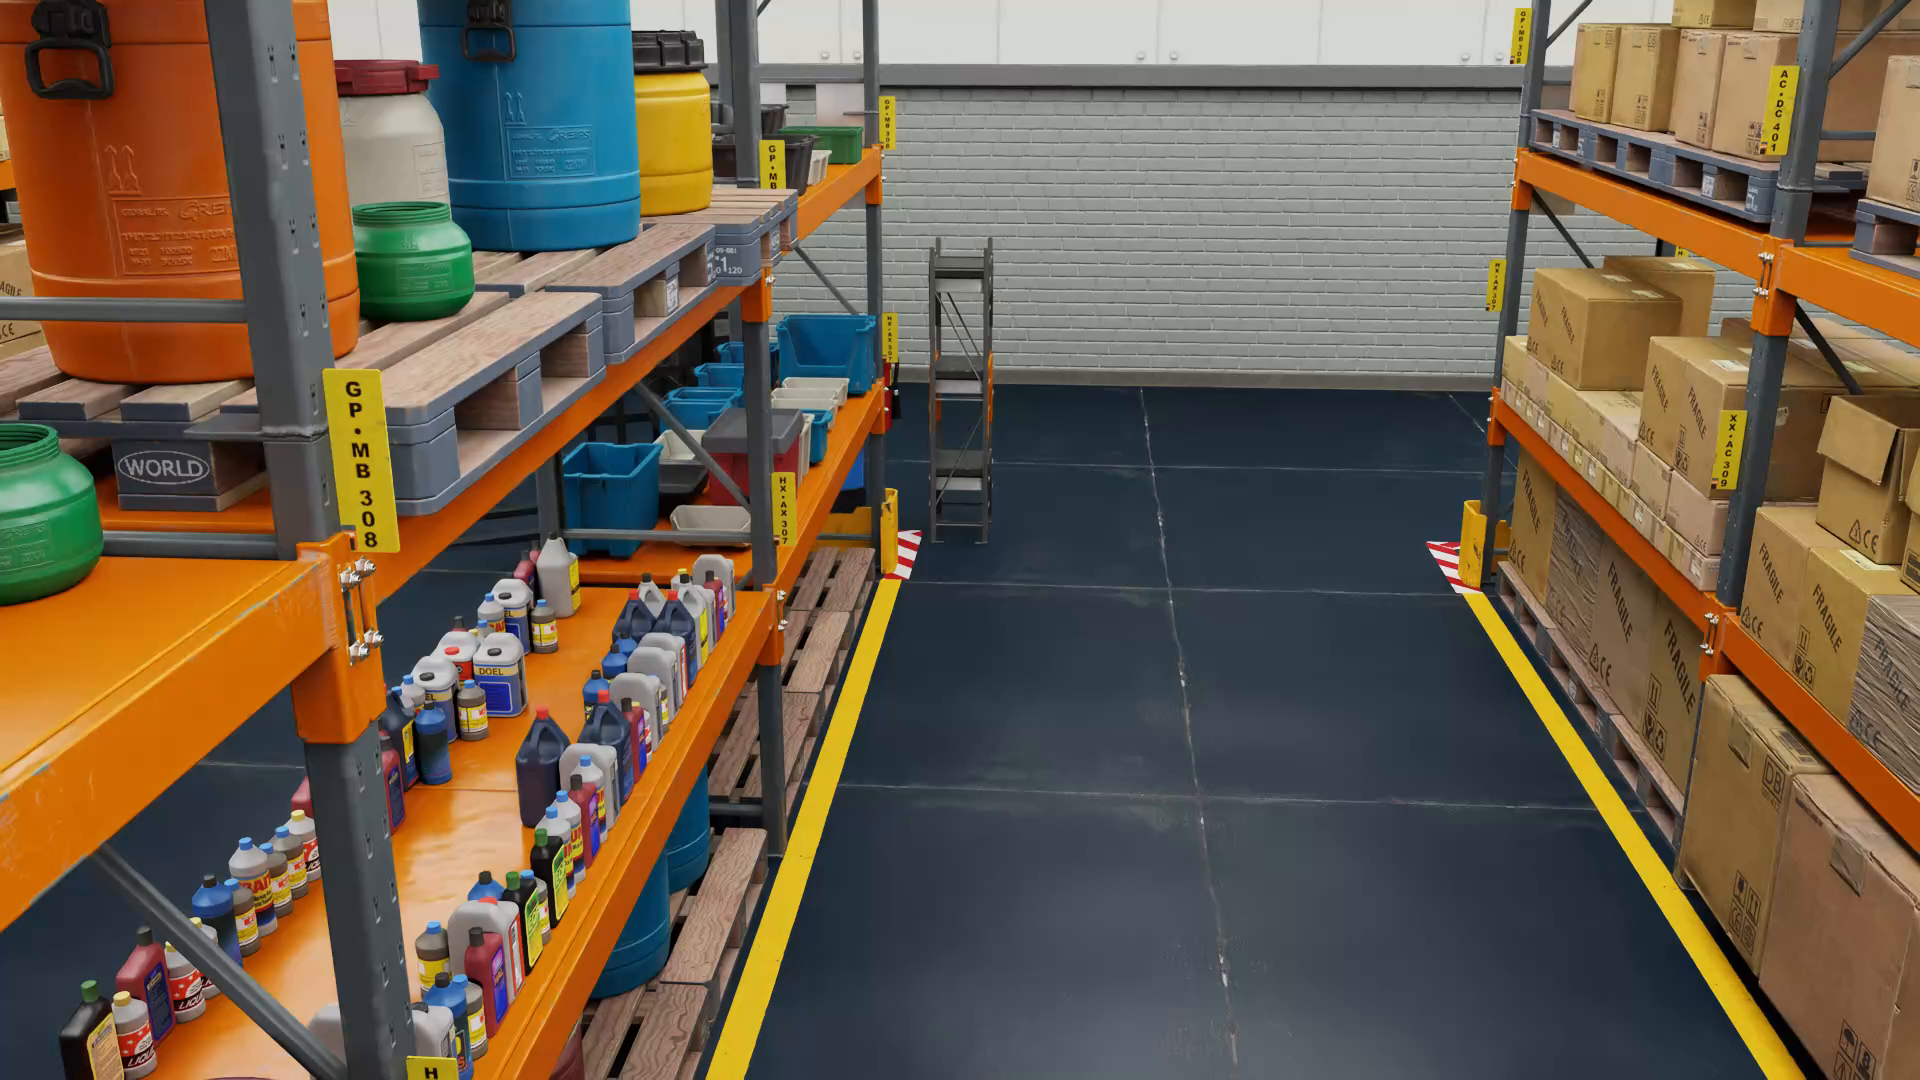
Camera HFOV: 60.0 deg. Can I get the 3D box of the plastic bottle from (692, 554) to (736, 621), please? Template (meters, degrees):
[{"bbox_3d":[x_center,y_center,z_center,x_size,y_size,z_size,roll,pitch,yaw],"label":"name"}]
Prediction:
[{"bbox_3d":[-0.999,0.178,6.763,0.152,0.276,0.135,1,18,4],"label":"plastic bottle"}]

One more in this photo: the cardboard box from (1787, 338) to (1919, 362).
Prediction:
[{"bbox_3d":[3.979,-0.623,7.565,0.500,0.500,0.500,1,18,4],"label":"cardboard box"}]

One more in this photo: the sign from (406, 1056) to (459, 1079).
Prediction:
[{"bbox_3d":[-1.031,1.164,3.292,0.100,0.325,0.005,1,18,4],"label":"sign"}]

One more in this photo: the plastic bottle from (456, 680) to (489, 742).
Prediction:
[{"bbox_3d":[-1.664,0.575,5.669,0.097,0.201,0.097,0,18,0],"label":"plastic bottle"}]

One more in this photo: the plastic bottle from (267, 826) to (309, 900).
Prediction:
[{"bbox_3d":[-1.892,0.902,4.672,0.097,0.201,0.097,0,18,0],"label":"plastic bottle"}]

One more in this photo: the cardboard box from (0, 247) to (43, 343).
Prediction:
[{"bbox_3d":[-5.773,-1.425,9.689,0.500,0.500,0.500,2,18,5],"label":"cardboard box"}]

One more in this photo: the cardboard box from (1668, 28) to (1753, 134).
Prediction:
[{"bbox_3d":[3.865,-2.191,7.979,0.700,0.500,0.500,2,18,6],"label":"cardboard box"}]

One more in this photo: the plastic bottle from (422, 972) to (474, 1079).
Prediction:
[{"bbox_3d":[-1.191,1.130,3.864,0.097,0.271,0.097,0,18,0],"label":"plastic bottle"}]

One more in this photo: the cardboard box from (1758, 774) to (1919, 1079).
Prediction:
[{"bbox_3d":[3.558,1.386,5.612,1.225,0.875,0.875,1,18,2],"label":"cardboard box"}]

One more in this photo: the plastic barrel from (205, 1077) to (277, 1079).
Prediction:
[{"bbox_3d":[-1.311,1.318,2.866,0.600,0.536,0.708,1,18,4],"label":"plastic barrel"}]

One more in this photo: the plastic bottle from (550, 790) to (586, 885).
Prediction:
[{"bbox_3d":[-1.125,0.843,4.740,0.097,0.271,0.097,0,18,0],"label":"plastic bottle"}]

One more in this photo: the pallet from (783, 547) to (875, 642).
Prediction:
[{"bbox_3d":[-1.105,0.327,10.586,1.003,0.211,1.213,1,18,4],"label":"pallet"}]

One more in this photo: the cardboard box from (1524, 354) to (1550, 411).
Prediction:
[{"bbox_3d":[3.599,-0.908,9.640,0.500,0.250,0.500,1,18,3],"label":"cardboard box"}]

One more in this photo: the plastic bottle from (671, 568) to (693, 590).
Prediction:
[{"bbox_3d":[-1.125,0.216,6.765,0.097,0.201,0.097,0,18,0],"label":"plastic bottle"}]

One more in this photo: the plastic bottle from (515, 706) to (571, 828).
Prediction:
[{"bbox_3d":[-1.273,0.686,5.092,0.144,0.351,0.185,1,18,4],"label":"plastic bottle"}]

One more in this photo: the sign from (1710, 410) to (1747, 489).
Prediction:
[{"bbox_3d":[3.093,-0.361,6.691,0.100,0.325,0.005,1,18,4],"label":"sign"}]

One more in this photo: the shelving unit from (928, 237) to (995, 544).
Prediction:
[{"bbox_3d":[0.012,-1.049,11.753,0.431,2.100,0.503,1,18,4],"label":"shelving unit"}]

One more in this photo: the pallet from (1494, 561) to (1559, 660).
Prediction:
[{"bbox_3d":[3.954,0.433,10.264,1.003,0.211,1.213,1,18,4],"label":"pallet"}]

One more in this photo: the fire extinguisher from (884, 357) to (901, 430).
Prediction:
[{"bbox_3d":[-0.543,-1.076,11.113,0.296,0.674,0.183,1,18,4],"label":"fire extinguisher"}]

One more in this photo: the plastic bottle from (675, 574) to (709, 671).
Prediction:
[{"bbox_3d":[-1.033,0.305,6.253,0.144,0.351,0.185,1,18,4],"label":"plastic bottle"}]

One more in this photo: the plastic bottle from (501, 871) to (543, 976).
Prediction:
[{"bbox_3d":[-1.139,0.975,4.317,0.061,0.283,0.133,1,18,4],"label":"plastic bottle"}]

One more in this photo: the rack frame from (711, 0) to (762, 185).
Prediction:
[{"bbox_3d":[-1.294,-2.862,6.205,1.000,3.000,0.127,1,18,4],"label":"rack frame"}]

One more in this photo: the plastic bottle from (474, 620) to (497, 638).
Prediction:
[{"bbox_3d":[-1.776,0.398,6.210,0.097,0.201,0.097,0,18,0],"label":"plastic bottle"}]

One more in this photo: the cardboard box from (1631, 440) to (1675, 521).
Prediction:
[{"bbox_3d":[3.451,-0.274,7.706,0.500,0.250,0.500,2,18,6],"label":"cardboard box"}]

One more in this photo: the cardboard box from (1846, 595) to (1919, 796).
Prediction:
[{"bbox_3d":[3.293,0.501,5.416,0.500,0.500,0.500,1,18,3],"label":"cardboard box"}]

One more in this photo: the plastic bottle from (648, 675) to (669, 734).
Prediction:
[{"bbox_3d":[-1.052,0.562,5.711,0.097,0.201,0.097,0,18,0],"label":"plastic bottle"}]

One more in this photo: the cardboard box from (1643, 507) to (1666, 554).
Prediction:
[{"bbox_3d":[3.379,-0.043,7.640,0.380,0.149,0.250,1,18,3],"label":"cardboard box"}]

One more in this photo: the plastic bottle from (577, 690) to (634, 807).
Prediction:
[{"bbox_3d":[-1.112,0.647,5.209,0.144,0.351,0.185,1,18,4],"label":"plastic bottle"}]

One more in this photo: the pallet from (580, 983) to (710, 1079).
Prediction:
[{"bbox_3d":[-1.475,1.933,5.685,1.003,0.211,1.213,1,18,4],"label":"pallet"}]

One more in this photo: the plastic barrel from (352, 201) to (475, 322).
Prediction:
[{"bbox_3d":[-1.275,-0.644,3.828,0.294,0.245,0.294,0,18,0],"label":"plastic barrel"}]

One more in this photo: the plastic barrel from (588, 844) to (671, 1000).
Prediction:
[{"bbox_3d":[-1.400,1.175,6.215,0.600,0.901,0.708,1,18,4],"label":"plastic barrel"}]

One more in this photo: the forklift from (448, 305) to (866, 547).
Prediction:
[{"bbox_3d":[-2.250,-1.433,11.588,3.031,2.935,1.130,-8,20,-23],"label":"forklift"}]

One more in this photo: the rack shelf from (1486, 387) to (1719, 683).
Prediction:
[{"bbox_3d":[3.790,-0.180,8.810,1.077,0.370,4.000,1,18,4],"label":"rack shelf"}]

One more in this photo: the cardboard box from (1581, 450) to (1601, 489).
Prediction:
[{"bbox_3d":[3.453,-0.361,8.612,0.380,0.149,0.250,2,18,5],"label":"cardboard box"}]

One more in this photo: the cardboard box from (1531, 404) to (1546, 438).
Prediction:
[{"bbox_3d":[3.526,-0.680,9.585,0.380,0.149,0.250,1,18,3],"label":"cardboard box"}]

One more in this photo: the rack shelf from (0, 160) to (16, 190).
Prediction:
[{"bbox_3d":[-6.091,-1.827,9.021,1.077,0.370,4.000,1,18,4],"label":"rack shelf"}]

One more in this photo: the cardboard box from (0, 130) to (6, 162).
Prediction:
[{"bbox_3d":[-5.791,-2.243,9.375,0.500,0.250,0.500,1,18,4],"label":"cardboard box"}]

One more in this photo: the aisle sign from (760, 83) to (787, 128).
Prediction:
[{"bbox_3d":[-1.298,-2.518,10.614,0.394,0.787,0.004,1,18,4],"label":"aisle sign"}]

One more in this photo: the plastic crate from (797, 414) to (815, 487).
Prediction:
[{"bbox_3d":[-1.000,-0.453,8.583,0.437,0.282,0.530,1,18,4],"label":"plastic crate"}]

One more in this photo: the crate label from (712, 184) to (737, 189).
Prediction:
[{"bbox_3d":[-0.970,-1.457,7.157,0.293,0.136,0.466,1,18,4],"label":"crate label"}]

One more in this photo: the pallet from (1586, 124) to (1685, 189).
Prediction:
[{"bbox_3d":[3.806,-1.915,8.277,1.003,0.211,1.213,1,18,4],"label":"pallet"}]

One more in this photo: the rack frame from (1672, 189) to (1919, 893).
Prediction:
[{"bbox_3d":[3.647,0.100,6.802,1.000,3.000,0.127,1,18,4],"label":"rack frame"}]

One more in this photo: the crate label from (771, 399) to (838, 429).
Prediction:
[{"bbox_3d":[-0.915,-0.722,9.638,0.396,0.136,0.243,1,18,4],"label":"crate label"}]

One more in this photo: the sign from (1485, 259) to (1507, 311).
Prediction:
[{"bbox_3d":[3.380,-1.606,10.490,0.100,0.325,0.005,1,18,4],"label":"sign"}]

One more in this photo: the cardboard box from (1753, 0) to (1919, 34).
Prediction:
[{"bbox_3d":[3.721,-2.269,7.012,0.500,0.250,0.500,0,18,0],"label":"cardboard box"}]

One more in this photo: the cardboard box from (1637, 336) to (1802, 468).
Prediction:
[{"bbox_3d":[3.453,-0.631,7.591,0.500,0.500,0.500,1,18,4],"label":"cardboard box"}]

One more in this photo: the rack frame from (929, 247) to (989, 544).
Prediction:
[{"bbox_3d":[-0.006,-0.973,11.522,0.400,2.100,0.015,1,18,4],"label":"rack frame"}]

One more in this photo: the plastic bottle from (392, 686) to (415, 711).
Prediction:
[{"bbox_3d":[-1.832,0.611,5.449,0.097,0.271,0.097,0,18,0],"label":"plastic bottle"}]

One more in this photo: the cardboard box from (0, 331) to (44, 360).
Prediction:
[{"bbox_3d":[-5.783,-0.951,9.848,0.500,0.500,0.500,1,18,4],"label":"cardboard box"}]

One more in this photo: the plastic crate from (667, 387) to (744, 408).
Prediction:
[{"bbox_3d":[-1.447,-0.724,9.488,0.416,0.233,0.300,1,18,4],"label":"plastic crate"}]

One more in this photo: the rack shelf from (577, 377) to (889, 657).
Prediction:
[{"bbox_3d":[-1.150,-0.290,9.147,1.077,0.370,4.000,1,18,4],"label":"rack shelf"}]

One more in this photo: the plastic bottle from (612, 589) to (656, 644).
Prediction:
[{"bbox_3d":[-1.190,0.359,6.088,0.144,0.351,0.185,1,18,4],"label":"plastic bottle"}]

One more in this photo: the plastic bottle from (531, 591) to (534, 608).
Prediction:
[{"bbox_3d":[-1.745,0.265,6.615,0.097,0.201,0.097,0,18,0],"label":"plastic bottle"}]

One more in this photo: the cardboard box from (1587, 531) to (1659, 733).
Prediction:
[{"bbox_3d":[3.838,0.427,8.540,0.875,0.875,0.875,1,18,4],"label":"cardboard box"}]

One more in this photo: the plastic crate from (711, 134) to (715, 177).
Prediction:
[{"bbox_3d":[-1.474,-1.941,8.402,0.437,0.282,0.530,1,18,4],"label":"plastic crate"}]

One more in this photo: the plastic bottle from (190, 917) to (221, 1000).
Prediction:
[{"bbox_3d":[-1.927,1.053,4.210,0.097,0.201,0.097,0,18,0],"label":"plastic bottle"}]

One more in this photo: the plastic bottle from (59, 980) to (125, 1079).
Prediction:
[{"bbox_3d":[-1.977,1.152,3.779,0.061,0.283,0.133,1,18,4],"label":"plastic bottle"}]
